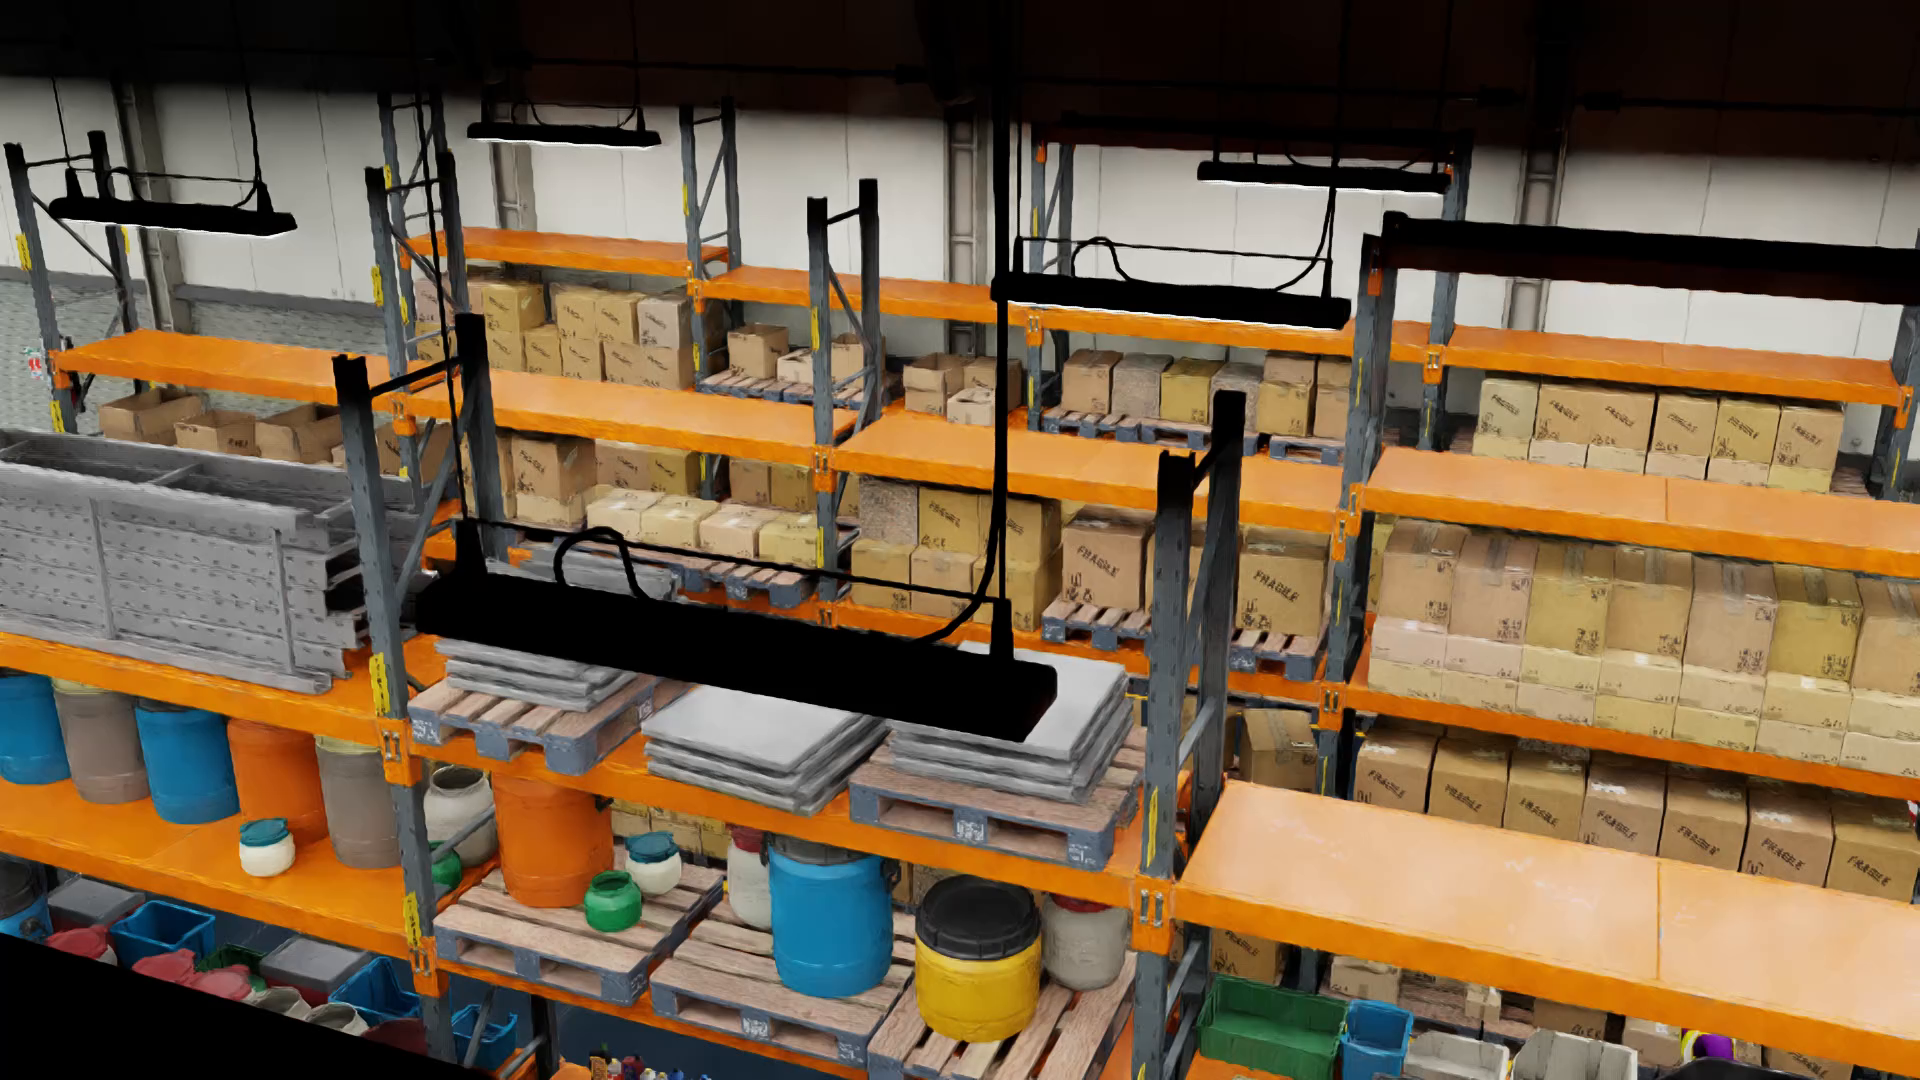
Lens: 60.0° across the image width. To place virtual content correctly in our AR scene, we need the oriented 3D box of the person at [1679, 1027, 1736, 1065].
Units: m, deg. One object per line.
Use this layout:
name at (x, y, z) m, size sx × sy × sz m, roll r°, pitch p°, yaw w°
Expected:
person at (4.800, 3.537, 10.719) m, size 0.578 × 1.714 × 0.719 m, roll 7°, pitch 22°, yaw 19°
